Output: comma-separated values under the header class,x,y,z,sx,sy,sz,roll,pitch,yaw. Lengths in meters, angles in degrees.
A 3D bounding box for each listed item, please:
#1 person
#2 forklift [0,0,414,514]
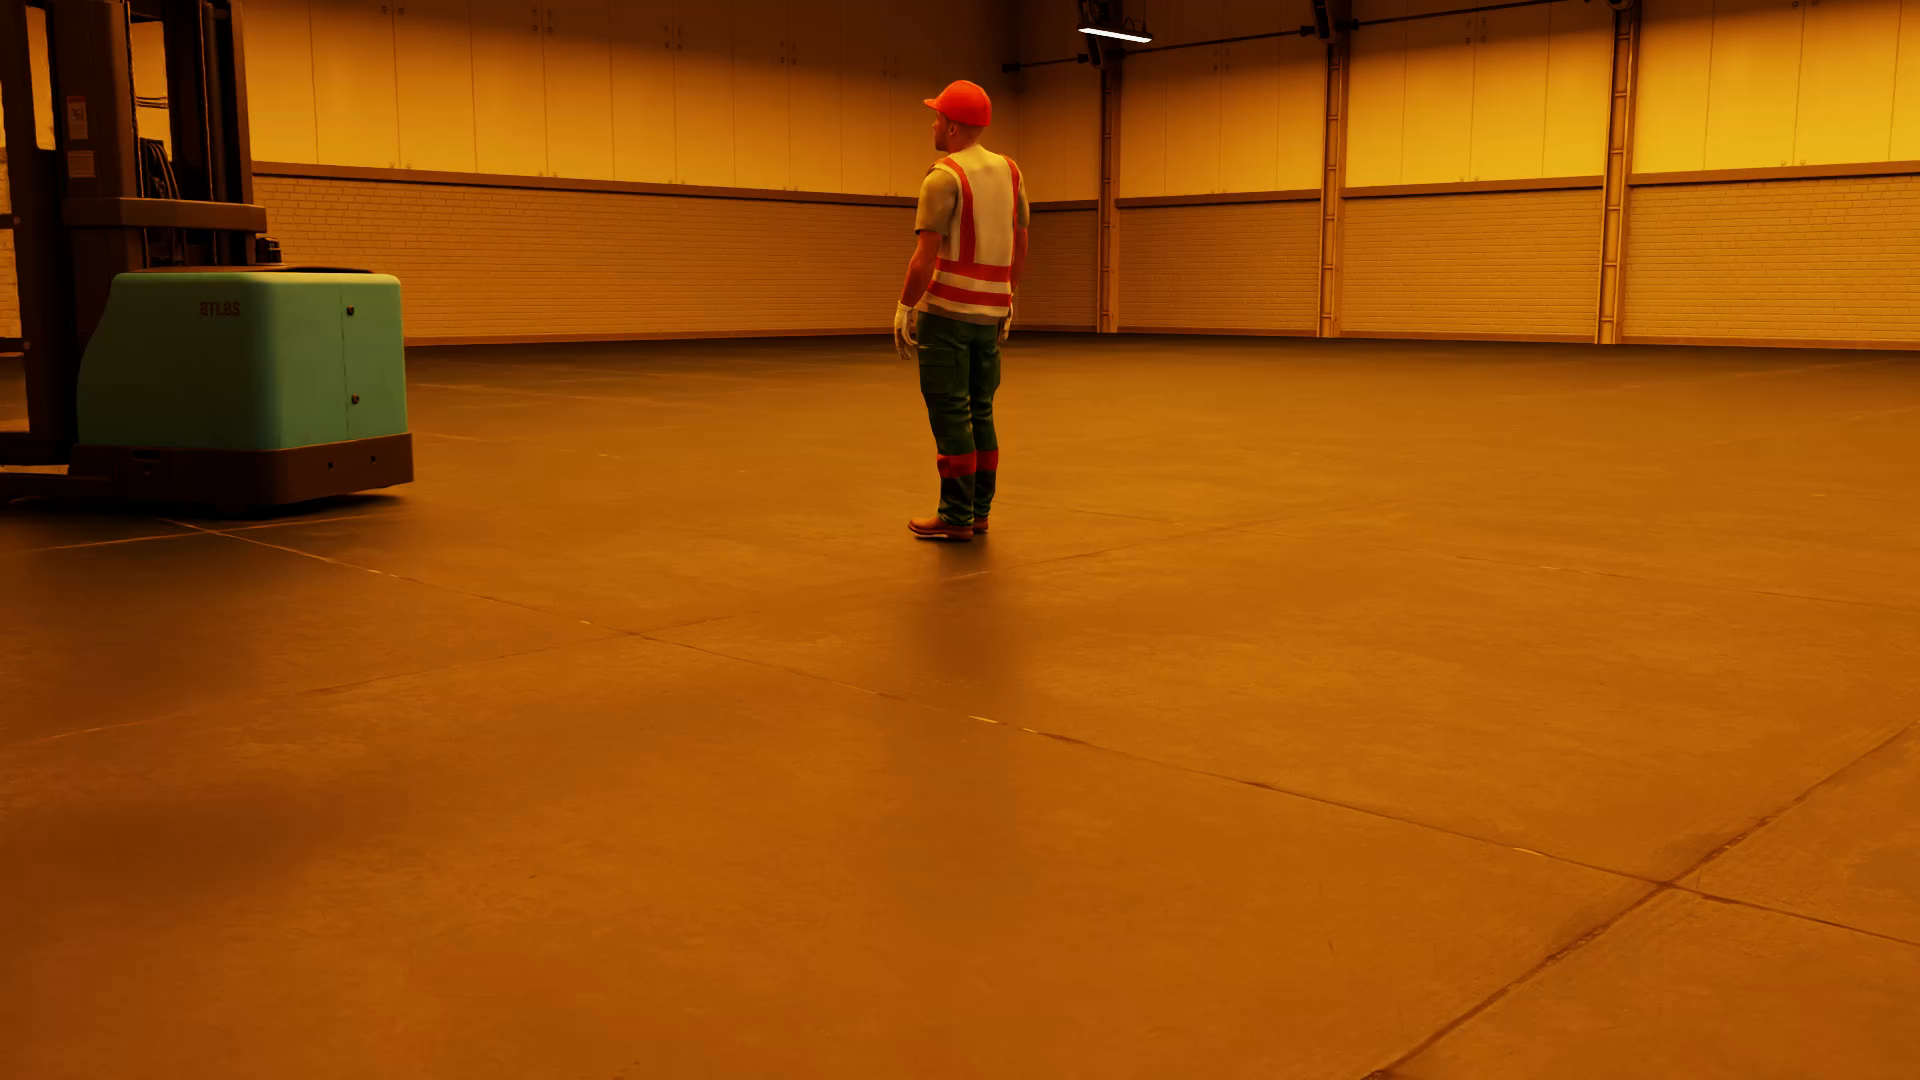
class,x,y,z,sx,sy,sz,roll,pitch,yaw
person,-0.049,-0.902,6.647,0.564,1.787,0.637,8,12,43
forklift,-4.246,-1.668,7.950,3.031,2.935,1.130,3,9,18
